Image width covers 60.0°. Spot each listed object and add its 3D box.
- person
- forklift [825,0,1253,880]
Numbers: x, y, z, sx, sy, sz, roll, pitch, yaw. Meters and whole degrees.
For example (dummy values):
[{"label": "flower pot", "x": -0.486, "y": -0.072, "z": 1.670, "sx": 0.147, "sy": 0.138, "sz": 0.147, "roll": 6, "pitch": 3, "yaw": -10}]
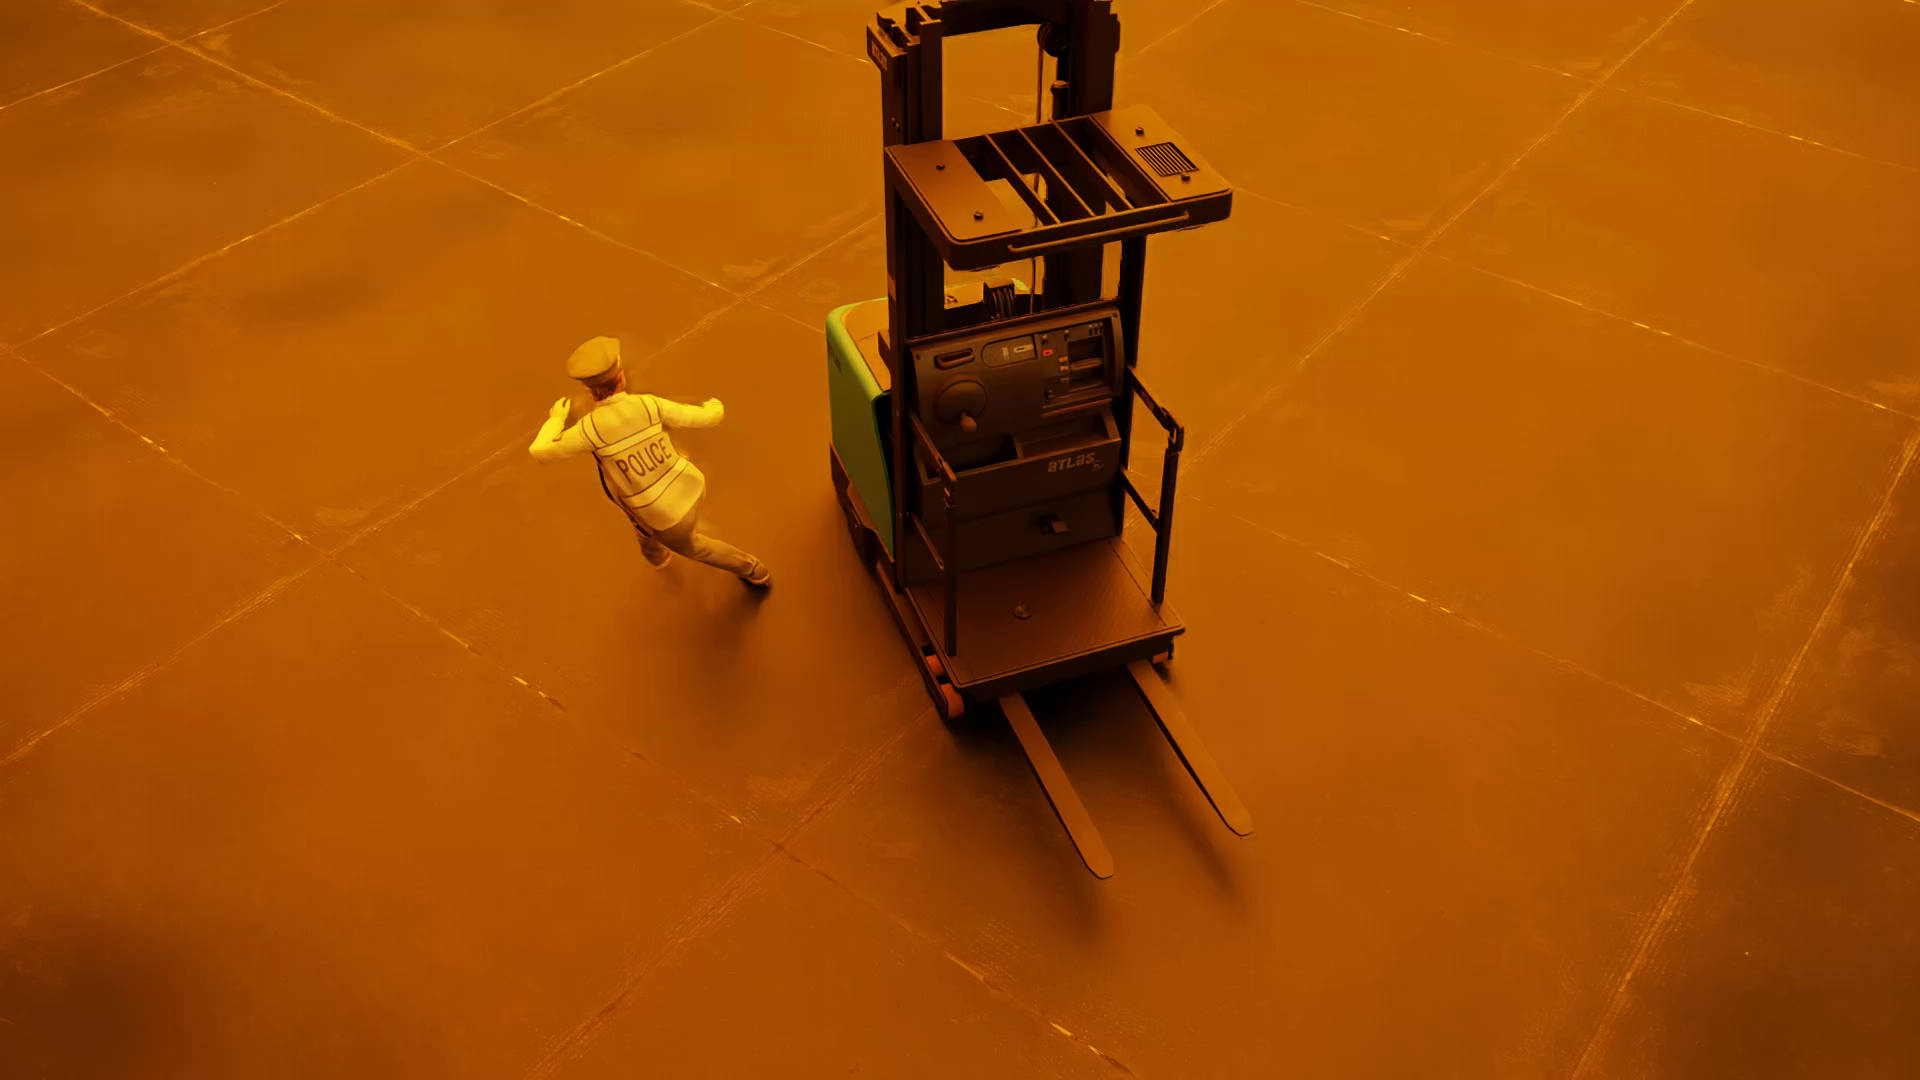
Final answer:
[{"label": "person", "x": -1.424, "y": -0.318, "z": 7.593, "sx": 0.834, "sy": 1.435, "sz": 0.915, "roll": 27, "pitch": 48, "yaw": 28}, {"label": "forklift", "x": 0.328, "y": -0.625, "z": 6.808, "sx": 1.130, "sy": 2.935, "sz": 3.031, "roll": -14, "pitch": 42, "yaw": -15}]
